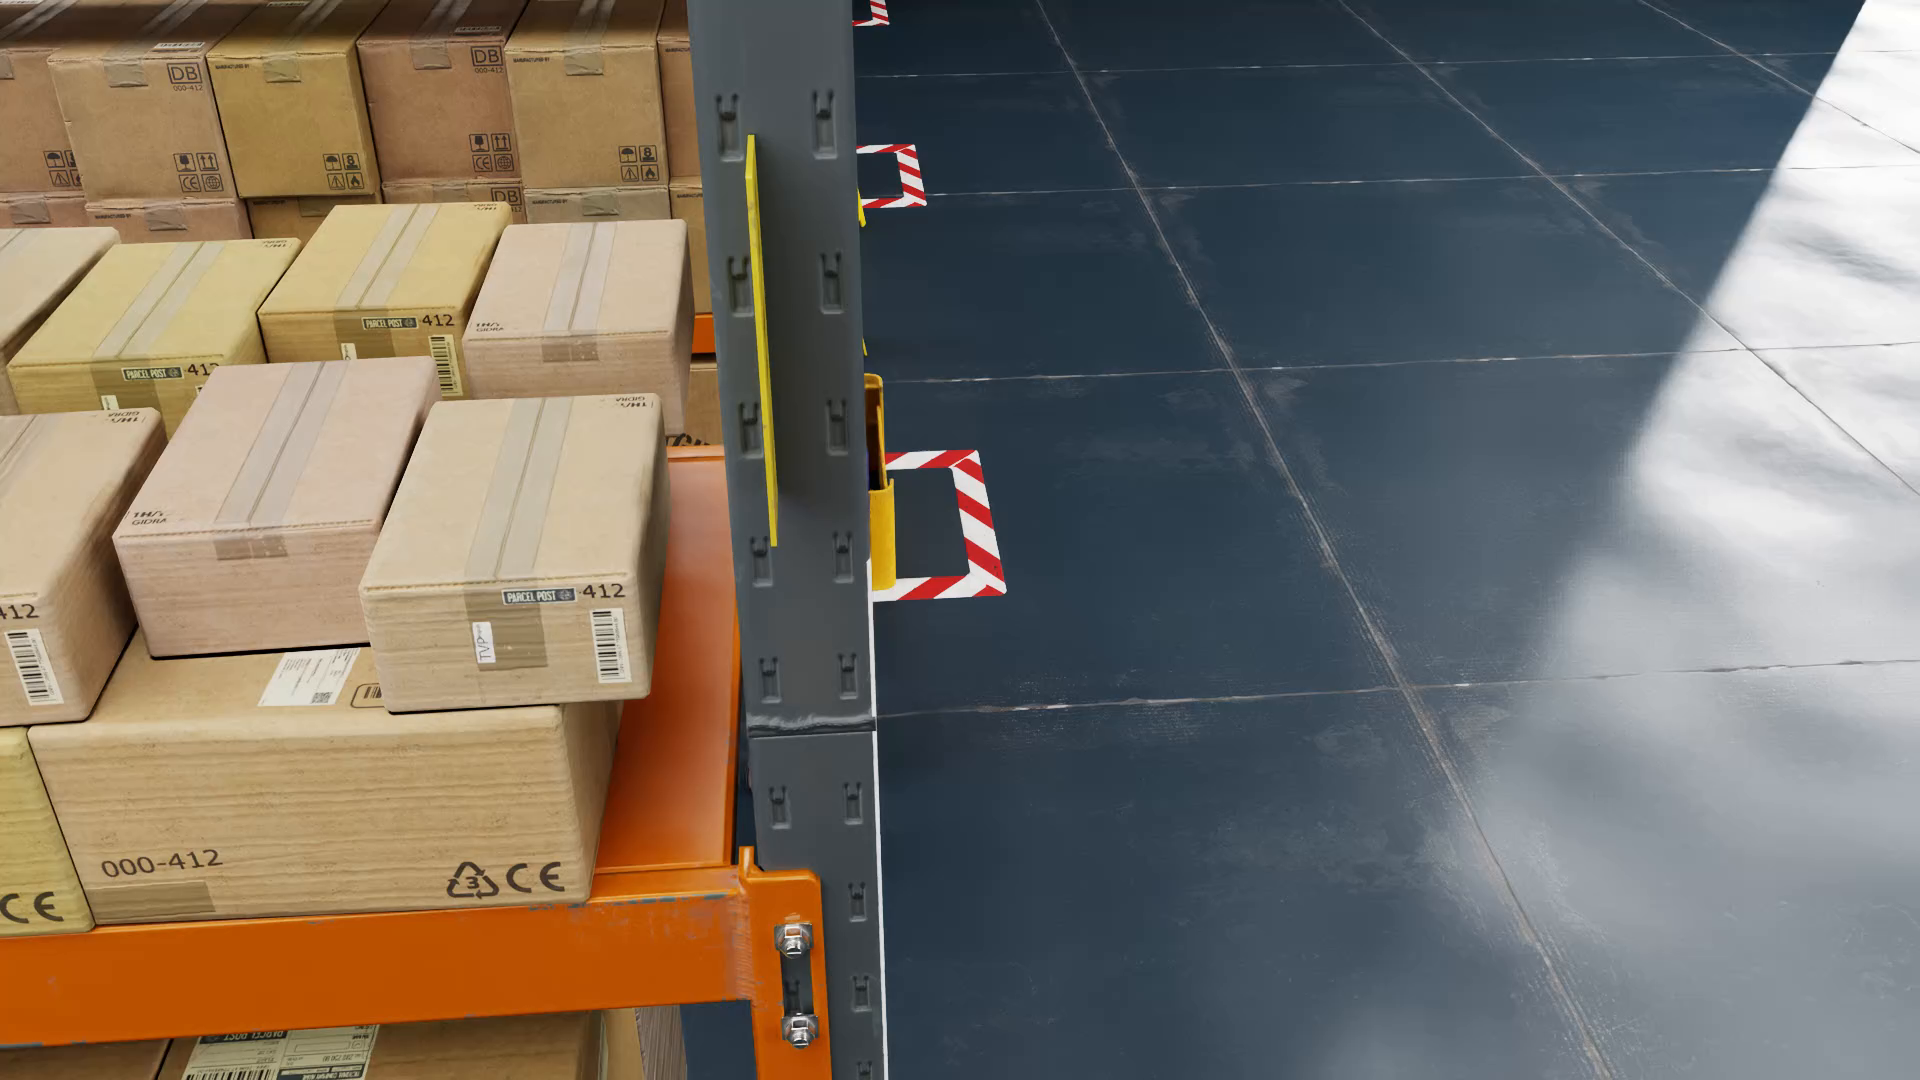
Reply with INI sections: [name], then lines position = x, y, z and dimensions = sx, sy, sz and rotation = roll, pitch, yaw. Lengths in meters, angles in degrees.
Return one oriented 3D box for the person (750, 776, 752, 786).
[person]
position = -0.555, 0.167, 5.873
dimensions = 0.471, 1.666, 0.304
rotation = -2, 31, -3
